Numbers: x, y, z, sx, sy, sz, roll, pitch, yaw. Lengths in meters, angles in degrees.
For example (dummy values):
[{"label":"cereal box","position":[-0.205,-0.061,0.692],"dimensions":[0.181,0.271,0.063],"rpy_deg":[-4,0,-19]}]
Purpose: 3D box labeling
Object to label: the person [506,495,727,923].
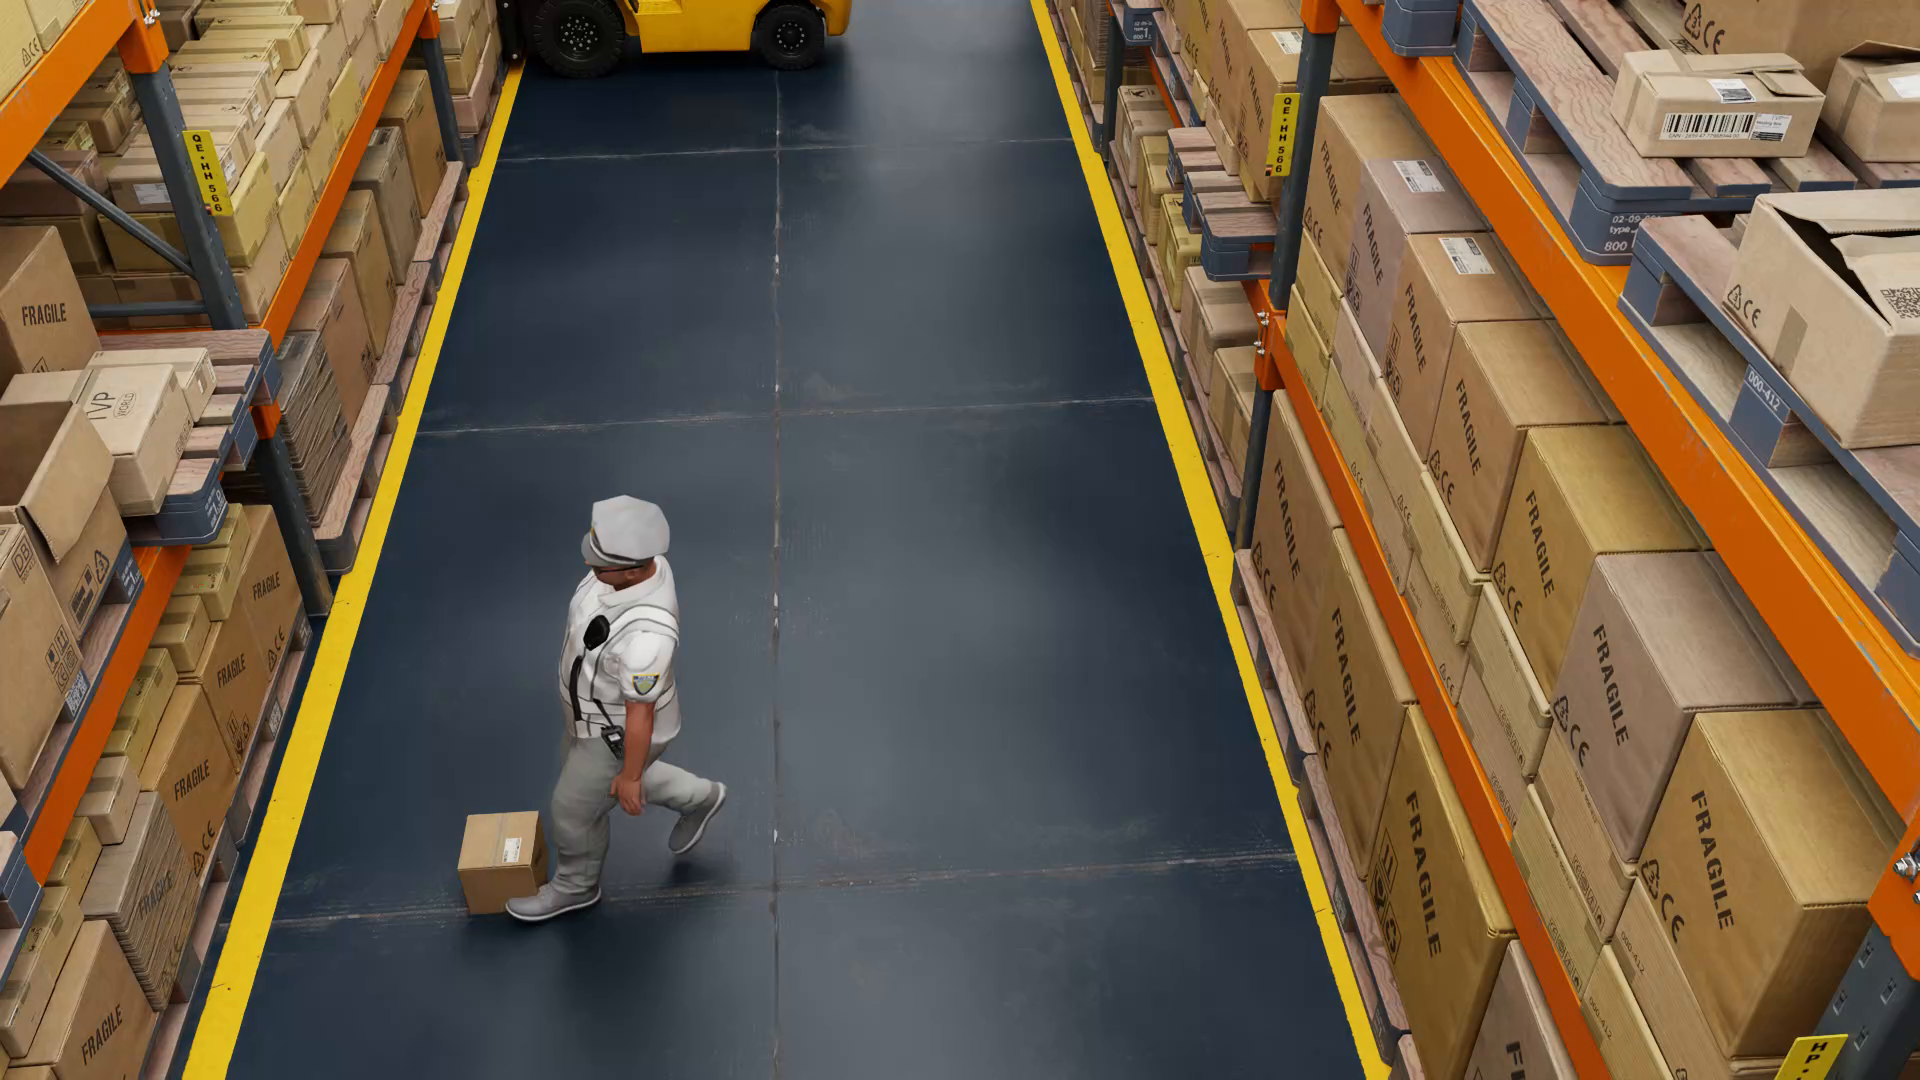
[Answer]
[{"label":"person","position":[-1.216,0.567,5.474],"dimensions":[0.822,1.696,0.603],"rpy_deg":[-9,40,-11]}]
